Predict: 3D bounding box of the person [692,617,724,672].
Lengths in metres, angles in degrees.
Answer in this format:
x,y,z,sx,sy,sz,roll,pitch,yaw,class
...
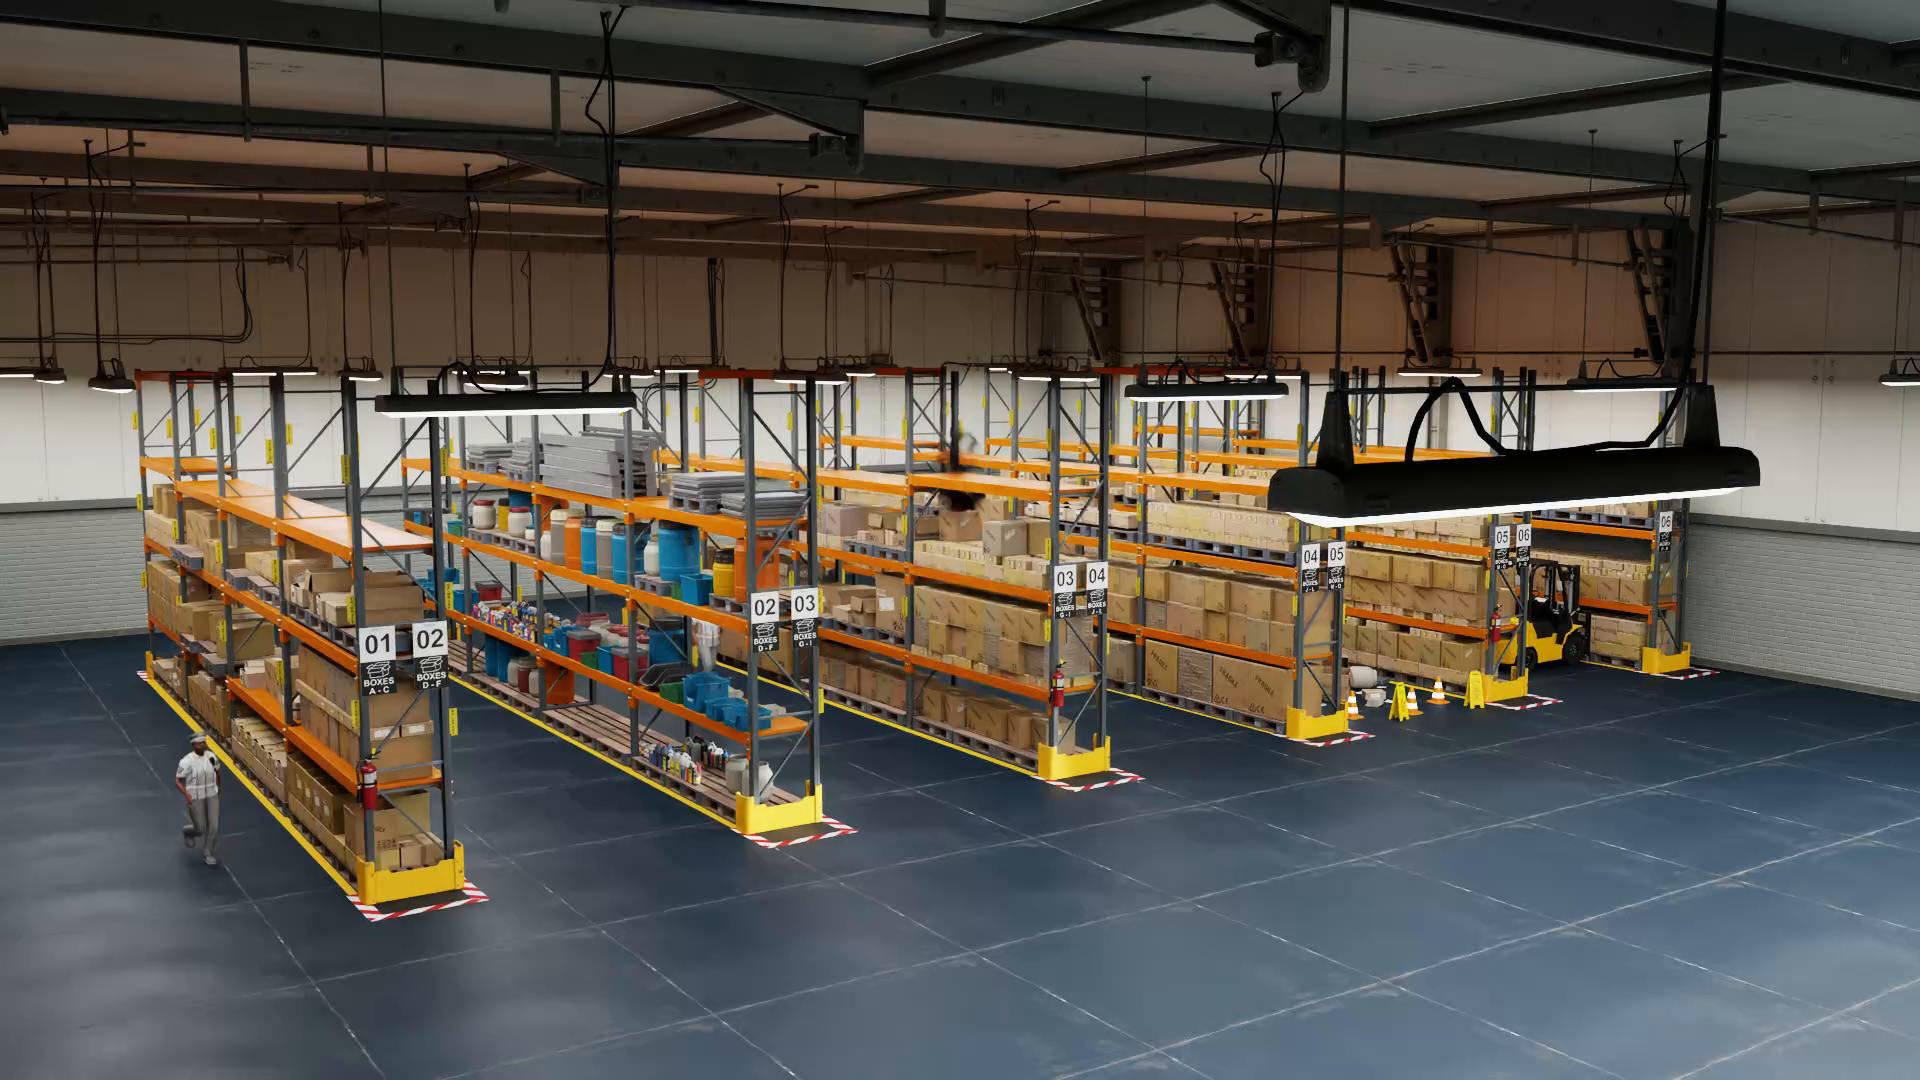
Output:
x,y,z,sx,sy,sz,roll,pitch,yaw,class
-4.670,1.953,30.919,0.652,1.816,0.814,-5,8,-36,person

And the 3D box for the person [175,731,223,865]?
x,y,z,sx,sy,sz,roll,pitch,yaw,class
-9.451,3.184,20.703,0.617,1.665,0.586,6,9,42,person

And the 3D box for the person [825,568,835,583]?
x,y,z,sx,sy,sz,roll,pitch,yaw,class
-3.205,0.782,42.098,0.819,1.634,0.616,1,7,9,person

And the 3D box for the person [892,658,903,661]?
x,y,z,sx,sy,sz,roll,pitch,yaw,class
-1.335,1.613,34.294,0.691,1.734,0.632,-6,8,-41,person
